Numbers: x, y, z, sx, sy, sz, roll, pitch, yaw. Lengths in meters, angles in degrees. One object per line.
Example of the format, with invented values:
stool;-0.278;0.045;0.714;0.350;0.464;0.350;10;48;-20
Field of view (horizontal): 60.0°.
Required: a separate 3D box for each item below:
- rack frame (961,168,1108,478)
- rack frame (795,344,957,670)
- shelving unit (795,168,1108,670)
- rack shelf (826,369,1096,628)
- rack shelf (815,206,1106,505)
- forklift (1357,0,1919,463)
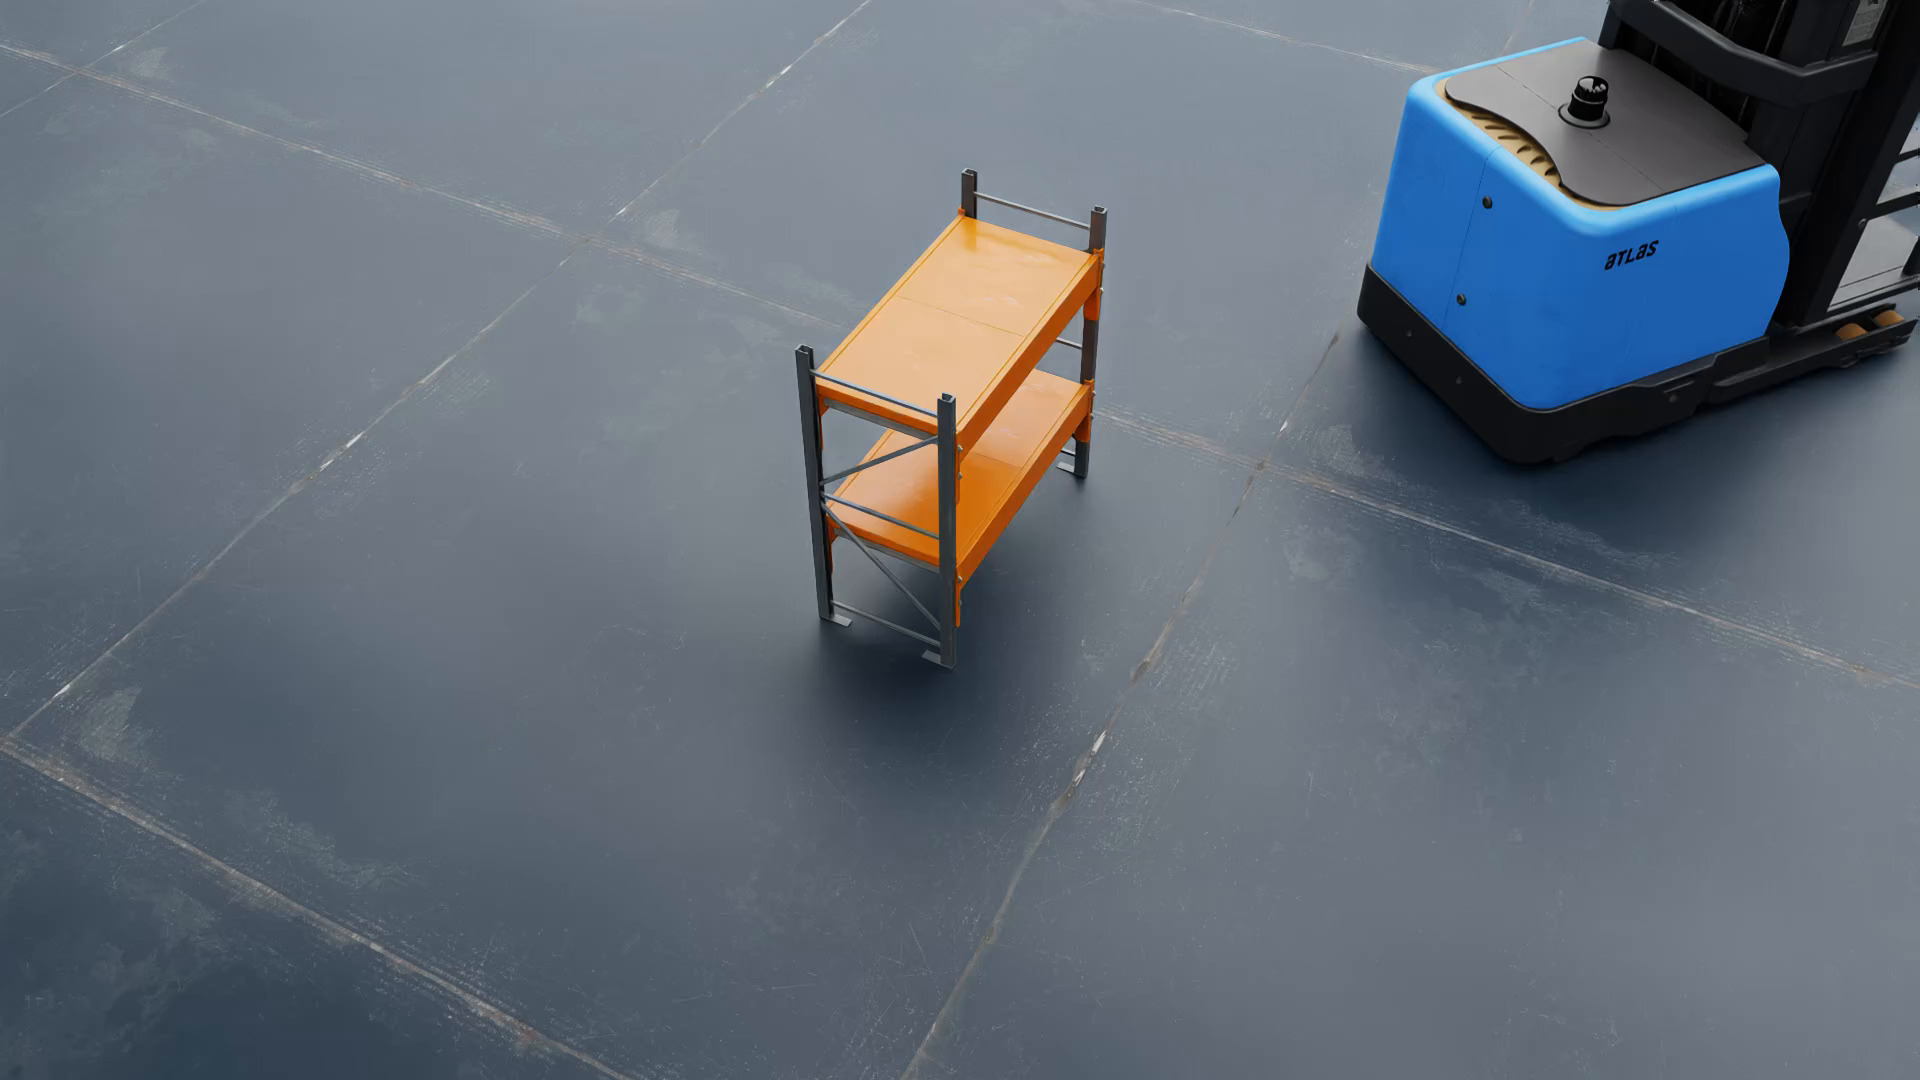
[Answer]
rack frame;0.233;-0.711;5.662;0.500;1.125;0.032;20;49;19
rack frame;-0.239;-0.071;5.029;0.500;1.125;0.032;20;49;19
shelving unit;-0.003;-0.391;5.346;0.538;1.125;1.048;20;49;19
rack shelf;-0.003;-0.219;5.520;0.538;0.278;1.000;20;49;19
rack shelf;-0.003;-0.597;5.138;0.538;0.278;1.000;20;49;19
forklift;3.118;-2.019;5.685;3.031;2.935;1.130;-18;48;-17
